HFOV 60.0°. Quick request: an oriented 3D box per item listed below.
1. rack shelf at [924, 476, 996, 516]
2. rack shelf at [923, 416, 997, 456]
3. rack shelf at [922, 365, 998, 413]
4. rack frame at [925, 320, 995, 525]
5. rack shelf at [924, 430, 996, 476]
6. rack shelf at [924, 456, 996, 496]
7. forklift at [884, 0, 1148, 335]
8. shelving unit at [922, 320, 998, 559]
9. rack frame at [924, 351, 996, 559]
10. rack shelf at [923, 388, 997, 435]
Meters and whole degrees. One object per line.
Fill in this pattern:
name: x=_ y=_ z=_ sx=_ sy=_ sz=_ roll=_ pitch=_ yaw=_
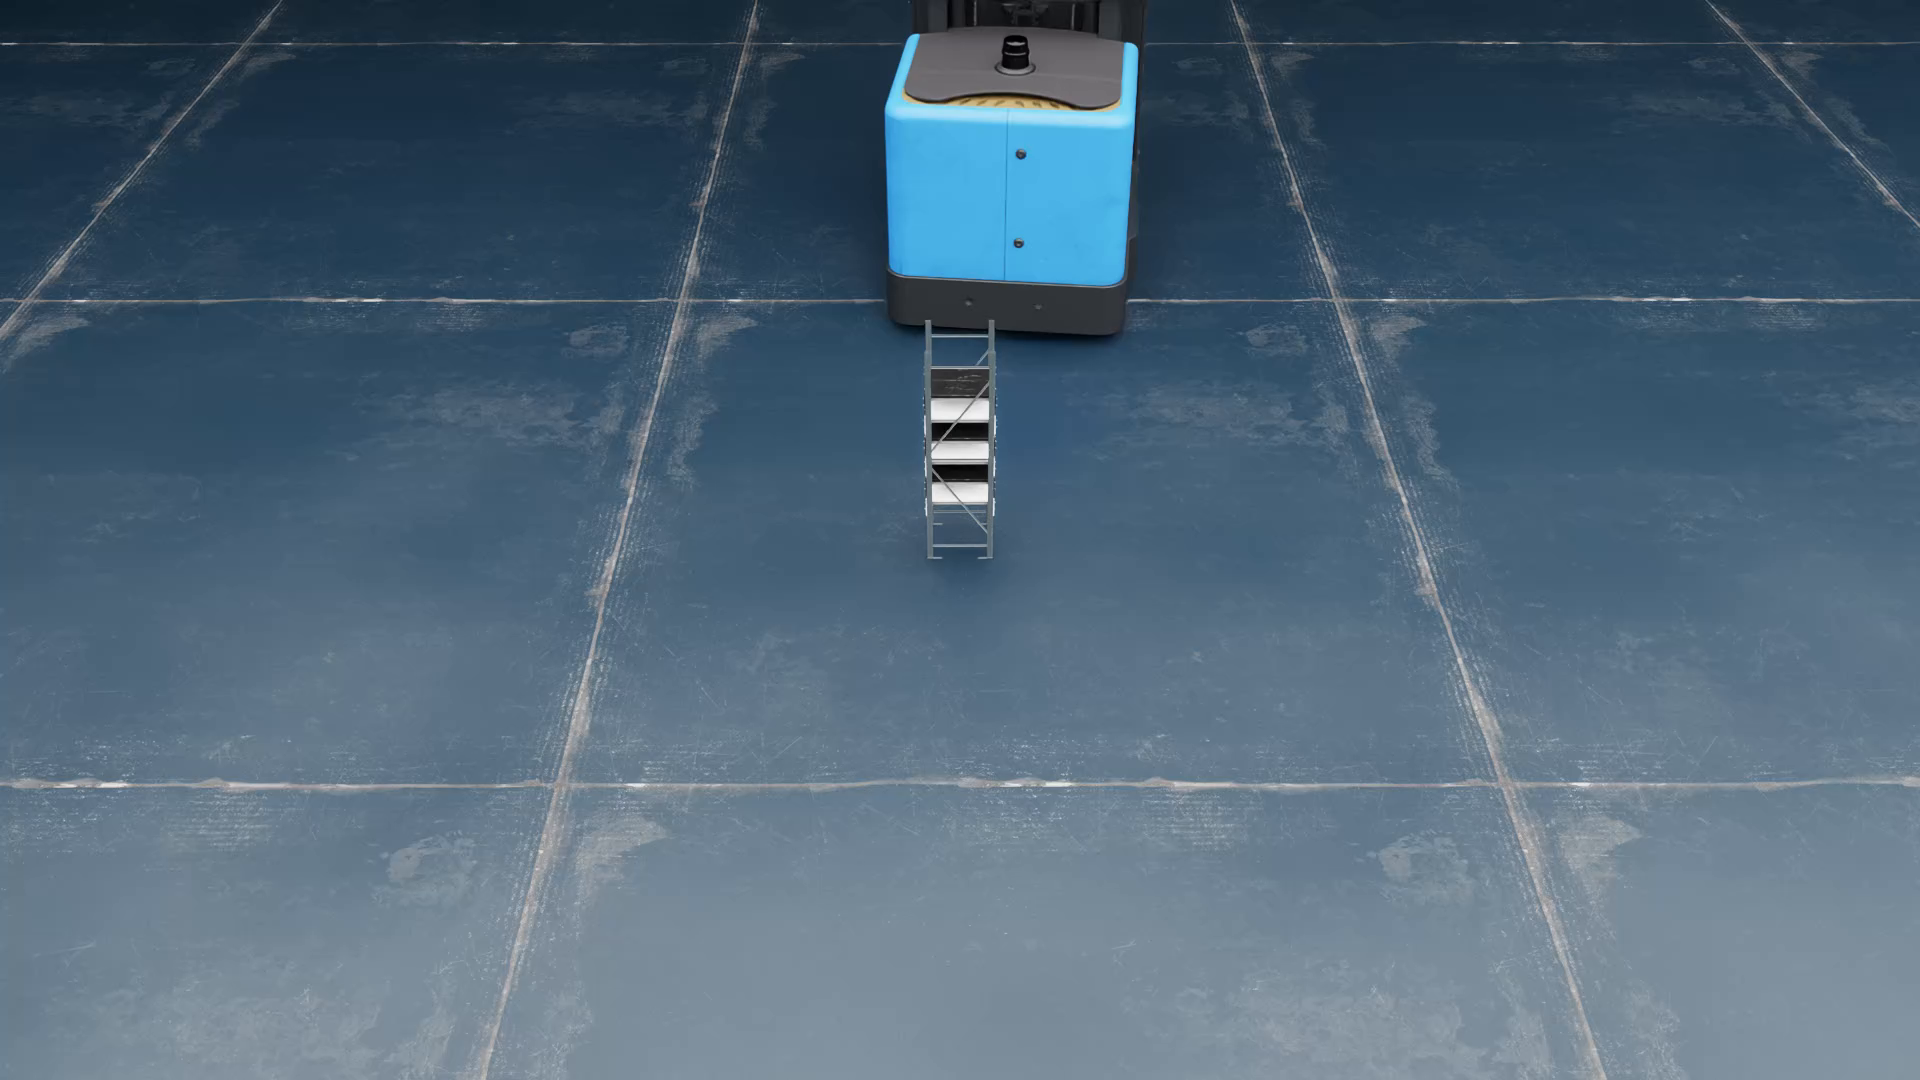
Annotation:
rack shelf: x=0.000 y=-0.180 z=6.096 sx=0.258 sy=0.077 sz=0.200 roll=0 pitch=39 yaw=0
rack shelf: x=0.000 y=-0.390 z=5.927 sx=0.258 sy=0.077 sz=0.200 roll=0 pitch=39 yaw=0
rack shelf: x=0.000 y=-0.531 z=5.814 sx=0.258 sy=0.077 sz=0.200 roll=0 pitch=39 yaw=0
rack frame: x=0.000 y=-0.410 z=6.042 sx=0.240 sy=0.900 sz=0.006 roll=0 pitch=39 yaw=0
rack shelf: x=0.000 y=-0.320 z=5.983 sx=0.258 sy=0.077 sz=0.200 roll=0 pitch=39 yaw=0
rack shelf: x=0.000 y=-0.250 z=6.039 sx=0.258 sy=0.077 sz=0.200 roll=0 pitch=39 yaw=0
forklift: x=0.345 y=-2.948 z=7.585 sx=1.130 sy=2.935 sz=3.031 roll=4 pitch=39 yaw=5
shelving unit: x=0.000 y=-0.346 z=5.962 sx=0.258 sy=0.900 sz=0.210 roll=0 pitch=39 yaw=0
rack frame: x=0.000 y=-0.282 z=5.883 sx=0.240 sy=0.900 sz=0.006 roll=0 pitch=39 yaw=0
rack shelf: x=0.000 y=-0.461 z=5.871 sx=0.258 sy=0.077 sz=0.200 roll=0 pitch=39 yaw=0
